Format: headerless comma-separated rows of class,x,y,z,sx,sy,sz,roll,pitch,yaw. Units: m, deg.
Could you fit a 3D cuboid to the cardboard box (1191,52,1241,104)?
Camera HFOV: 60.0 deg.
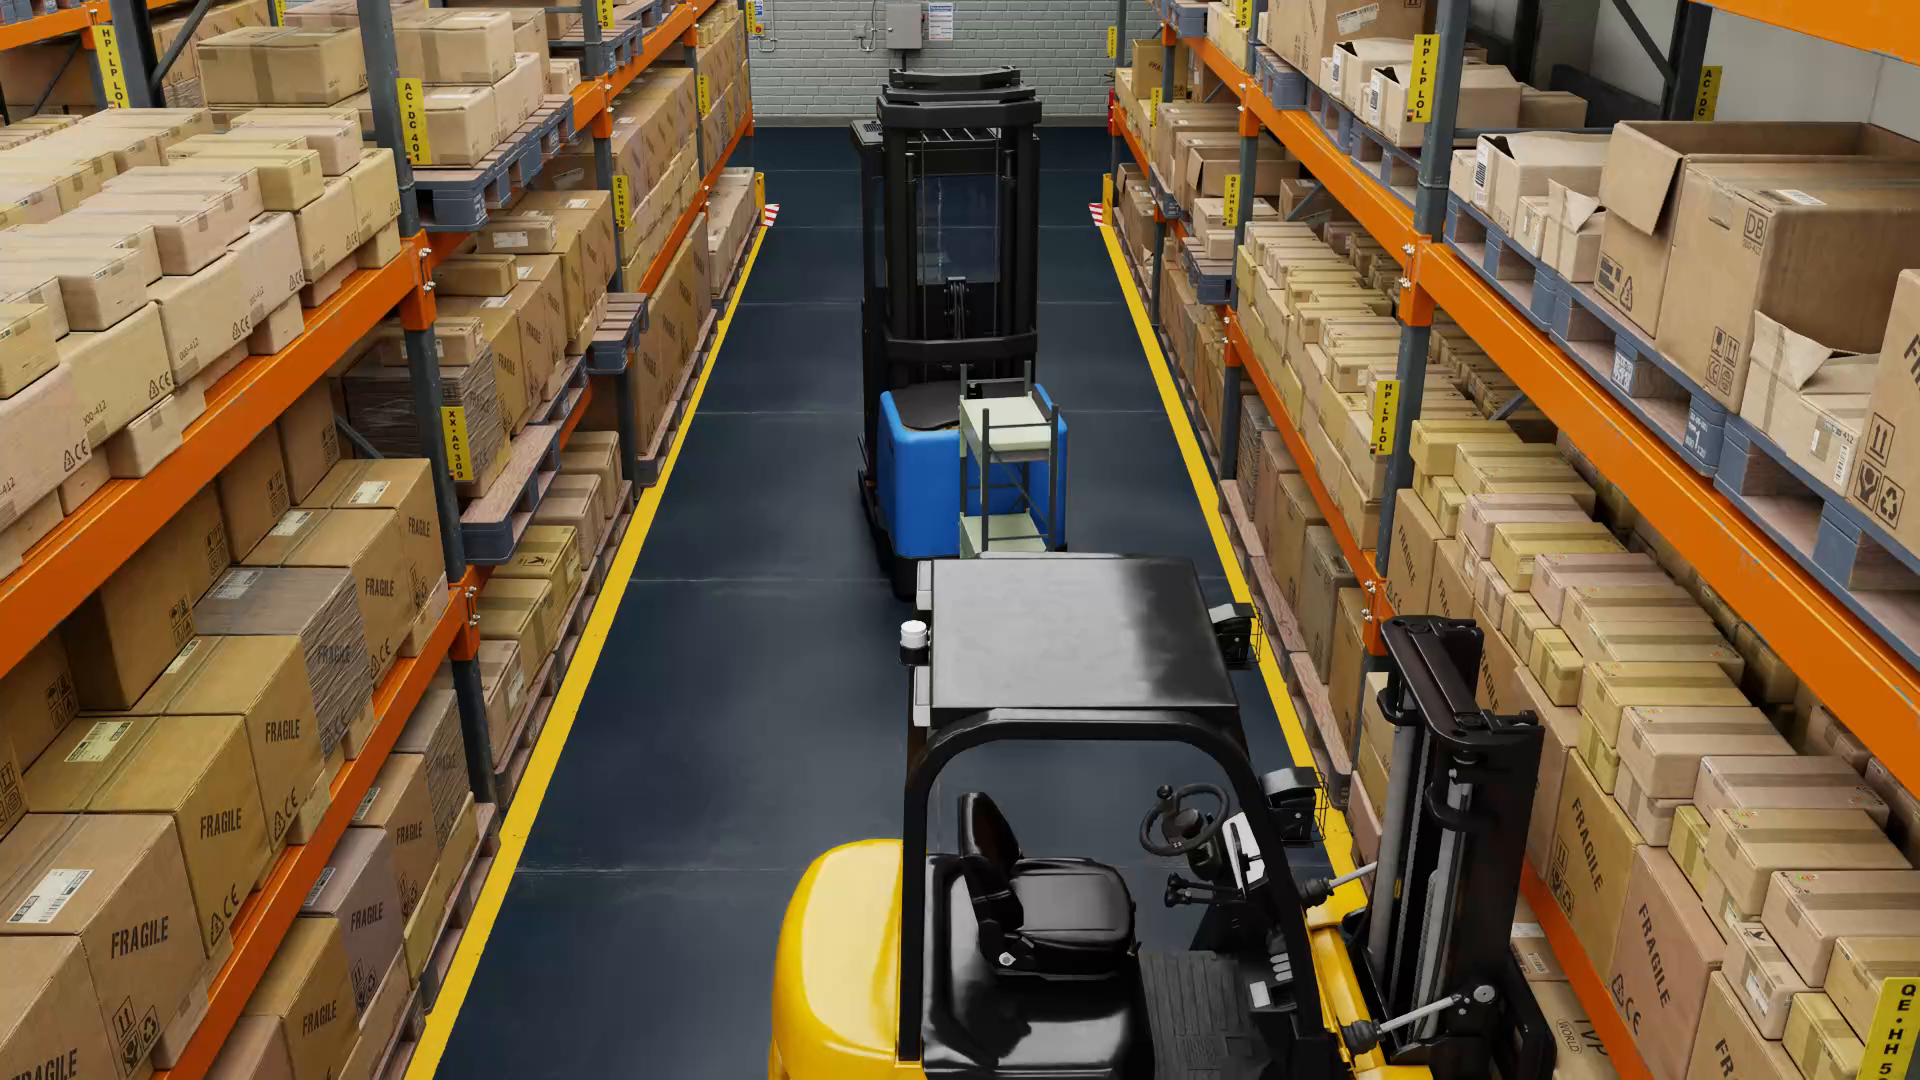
cardboard box,2.478,-4.345,15.629,0.500,0.500,0.500,-1,24,-2

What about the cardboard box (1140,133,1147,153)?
cardboard box,1.914,-3.765,15.739,0.380,0.149,0.250,-1,24,-1

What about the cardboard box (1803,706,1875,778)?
cardboard box,2.567,0.580,4.558,0.380,0.149,0.250,0,24,1

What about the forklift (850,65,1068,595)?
forklift,-0.098,-1.589,10.707,1.130,2.935,3.031,-4,25,-8

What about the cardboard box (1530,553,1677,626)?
cardboard box,2.116,0.161,5.484,0.380,0.149,0.250,0,24,-1

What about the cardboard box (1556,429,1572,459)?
cardboard box,2.621,-0.372,6.662,0.380,0.149,0.250,0,24,0

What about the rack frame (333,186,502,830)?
rack frame,-2.648,-0.001,7.113,1.000,3.000,0.127,0,24,-1

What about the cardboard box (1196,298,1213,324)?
cardboard box,2.027,-1.770,12.761,0.380,0.149,0.250,-1,24,-3

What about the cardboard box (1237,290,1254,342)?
cardboard box,2.032,-1.421,10.434,0.500,0.250,0.500,0,24,0

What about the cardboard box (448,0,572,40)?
cardboard box,-2.846,-3.409,10.373,0.797,0.503,0.637,-2,24,-4

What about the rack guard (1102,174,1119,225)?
rack guard,2.186,-3.800,18.544,1.175,0.500,0.348,0,24,-1

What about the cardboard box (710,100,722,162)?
cardboard box,-2.480,-3.745,15.270,0.500,0.500,0.500,0,24,0

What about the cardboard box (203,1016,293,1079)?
cardboard box,-2.347,1.808,5.030,0.500,0.500,0.500,-1,24,-3

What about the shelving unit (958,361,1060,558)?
shelving unit,0.257,-0.157,9.278,0.431,1.500,0.755,-4,25,-8

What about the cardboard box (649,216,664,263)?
cardboard box,-2.468,-2.212,12.182,0.500,0.250,0.500,1,24,1

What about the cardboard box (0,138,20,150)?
cardboard box,-7.477,-2.991,12.796,0.380,0.149,0.250,-1,24,-2

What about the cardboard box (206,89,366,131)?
cardboard box,-2.799,-1.731,6.970,0.500,0.250,0.500,-1,24,-2

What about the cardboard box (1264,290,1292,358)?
cardboard box,2.025,-1.227,9.398,0.500,0.250,0.500,-1,24,-2

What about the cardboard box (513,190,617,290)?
cardboard box,-2.408,-1.836,10.177,0.500,0.500,0.500,-1,24,-2

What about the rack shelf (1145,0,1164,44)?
rack shelf,2.207,-5.185,15.807,1.077,0.370,4.000,0,24,-1

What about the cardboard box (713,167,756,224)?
cardboard box,-2.671,-3.698,17.887,0.875,0.438,0.875,-1,24,-2

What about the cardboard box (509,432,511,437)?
cardboard box,-2.411,-0.527,8.070,0.380,0.149,0.250,1,24,3

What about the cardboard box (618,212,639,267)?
cardboard box,-2.450,-2.019,11.149,0.500,0.250,0.500,0,24,-1

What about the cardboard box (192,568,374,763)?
cardboard box,-2.371,0.425,5.687,0.500,0.500,0.500,0,24,1

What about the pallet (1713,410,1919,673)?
pallet,2.377,0.005,3.566,1.003,0.211,1.213,0,24,-1

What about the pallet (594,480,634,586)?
pallet,-2.684,-0.057,10.620,1.003,0.211,1.213,0,24,-1

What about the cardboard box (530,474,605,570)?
cardboard box,-2.679,-0.107,10.025,0.950,0.372,0.625,-1,24,-2

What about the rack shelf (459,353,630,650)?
rack shelf,-2.670,-0.498,9.083,1.077,0.370,4.000,0,24,-1

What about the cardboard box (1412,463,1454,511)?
cardboard box,2.056,-0.234,6.718,0.380,0.149,0.250,-1,24,-1

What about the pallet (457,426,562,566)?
pallet,-2.511,-0.229,7.850,1.003,0.211,1.213,0,24,-1

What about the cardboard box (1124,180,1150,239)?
cardboard box,2.067,-3.417,17.190,0.700,0.500,0.500,1,24,2

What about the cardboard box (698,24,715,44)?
cardboard box,-2.458,-4.649,15.267,0.380,0.149,0.250,-1,24,-2

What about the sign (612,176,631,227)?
sign,-2.149,-2.147,10.549,0.100,0.325,0.005,0,24,-1

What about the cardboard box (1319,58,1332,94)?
cardboard box,1.992,-2.284,8.194,0.380,0.149,0.250,-1,24,-1

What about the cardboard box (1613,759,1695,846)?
cardboard box,2.060,0.716,4.618,0.380,0.149,0.250,-1,24,-2

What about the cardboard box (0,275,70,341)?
cardboard box,-2.390,-0.528,3.975,0.380,0.149,0.250,0,24,-1

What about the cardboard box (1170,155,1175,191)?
cardboard box,1.860,-2.877,13.126,0.396,0.266,0.258,1,24,2

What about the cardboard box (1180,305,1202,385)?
cardboard box,2.025,-1.535,13.027,0.500,0.500,0.500,-1,24,-2

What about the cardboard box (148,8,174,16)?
cardboard box,-7.993,-4.910,16.271,0.500,0.500,0.500,-1,24,-2

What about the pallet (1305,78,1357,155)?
pallet,2.384,-2.214,8.594,1.003,0.211,1.213,1,24,2

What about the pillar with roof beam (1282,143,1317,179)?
pillar with roof beam,-1.183,-6.327,13.818,9.100,9.000,0.400,0,24,-1

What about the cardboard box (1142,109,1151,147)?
cardboard box,1.959,-3.804,15.342,0.500,0.250,0.500,0,24,0

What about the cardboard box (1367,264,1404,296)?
cardboard box,2.532,-1.458,9.426,0.380,0.149,0.250,0,24,-1

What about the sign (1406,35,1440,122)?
sign,1.773,-1.764,6.362,0.100,0.325,0.005,0,24,-1

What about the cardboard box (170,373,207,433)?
cardboard box,-2.345,-0.384,4.624,0.380,0.149,0.250,-1,24,-2

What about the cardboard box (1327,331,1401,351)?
cardboard box,2.043,-0.929,8.256,0.380,0.149,0.250,-1,24,-2

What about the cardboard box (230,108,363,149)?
cardboard box,-2.426,-1.487,6.096,0.380,0.149,0.250,0,24,1

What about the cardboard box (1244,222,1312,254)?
cardboard box,1.981,-1.882,10.362,0.380,0.149,0.250,0,24,1

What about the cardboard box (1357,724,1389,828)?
cardboard box,2.012,1.009,7.099,0.500,0.250,0.500,0,24,-1

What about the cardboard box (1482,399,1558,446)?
cardboard box,2.526,-0.512,7.334,0.380,0.149,0.250,-1,24,-2

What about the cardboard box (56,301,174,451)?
cardboard box,-2.369,-0.416,4.210,0.500,0.250,0.500,0,24,1

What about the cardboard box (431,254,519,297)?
cardboard box,-2.414,-1.312,8.231,0.380,0.149,0.250,1,24,2

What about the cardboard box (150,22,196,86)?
cardboard box,-7.440,-4.479,15.317,0.500,0.500,0.500,0,24,0

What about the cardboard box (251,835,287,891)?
cardboard box,-2.369,0.978,5.252,0.380,0.149,0.250,-1,24,-2

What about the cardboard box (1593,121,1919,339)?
cardboard box,2.231,-0.873,4.643,0.797,0.503,0.637,1,24,1

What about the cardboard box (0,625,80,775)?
cardboard box,-2.934,0.383,4.569,0.700,0.500,0.500,-1,24,-1
